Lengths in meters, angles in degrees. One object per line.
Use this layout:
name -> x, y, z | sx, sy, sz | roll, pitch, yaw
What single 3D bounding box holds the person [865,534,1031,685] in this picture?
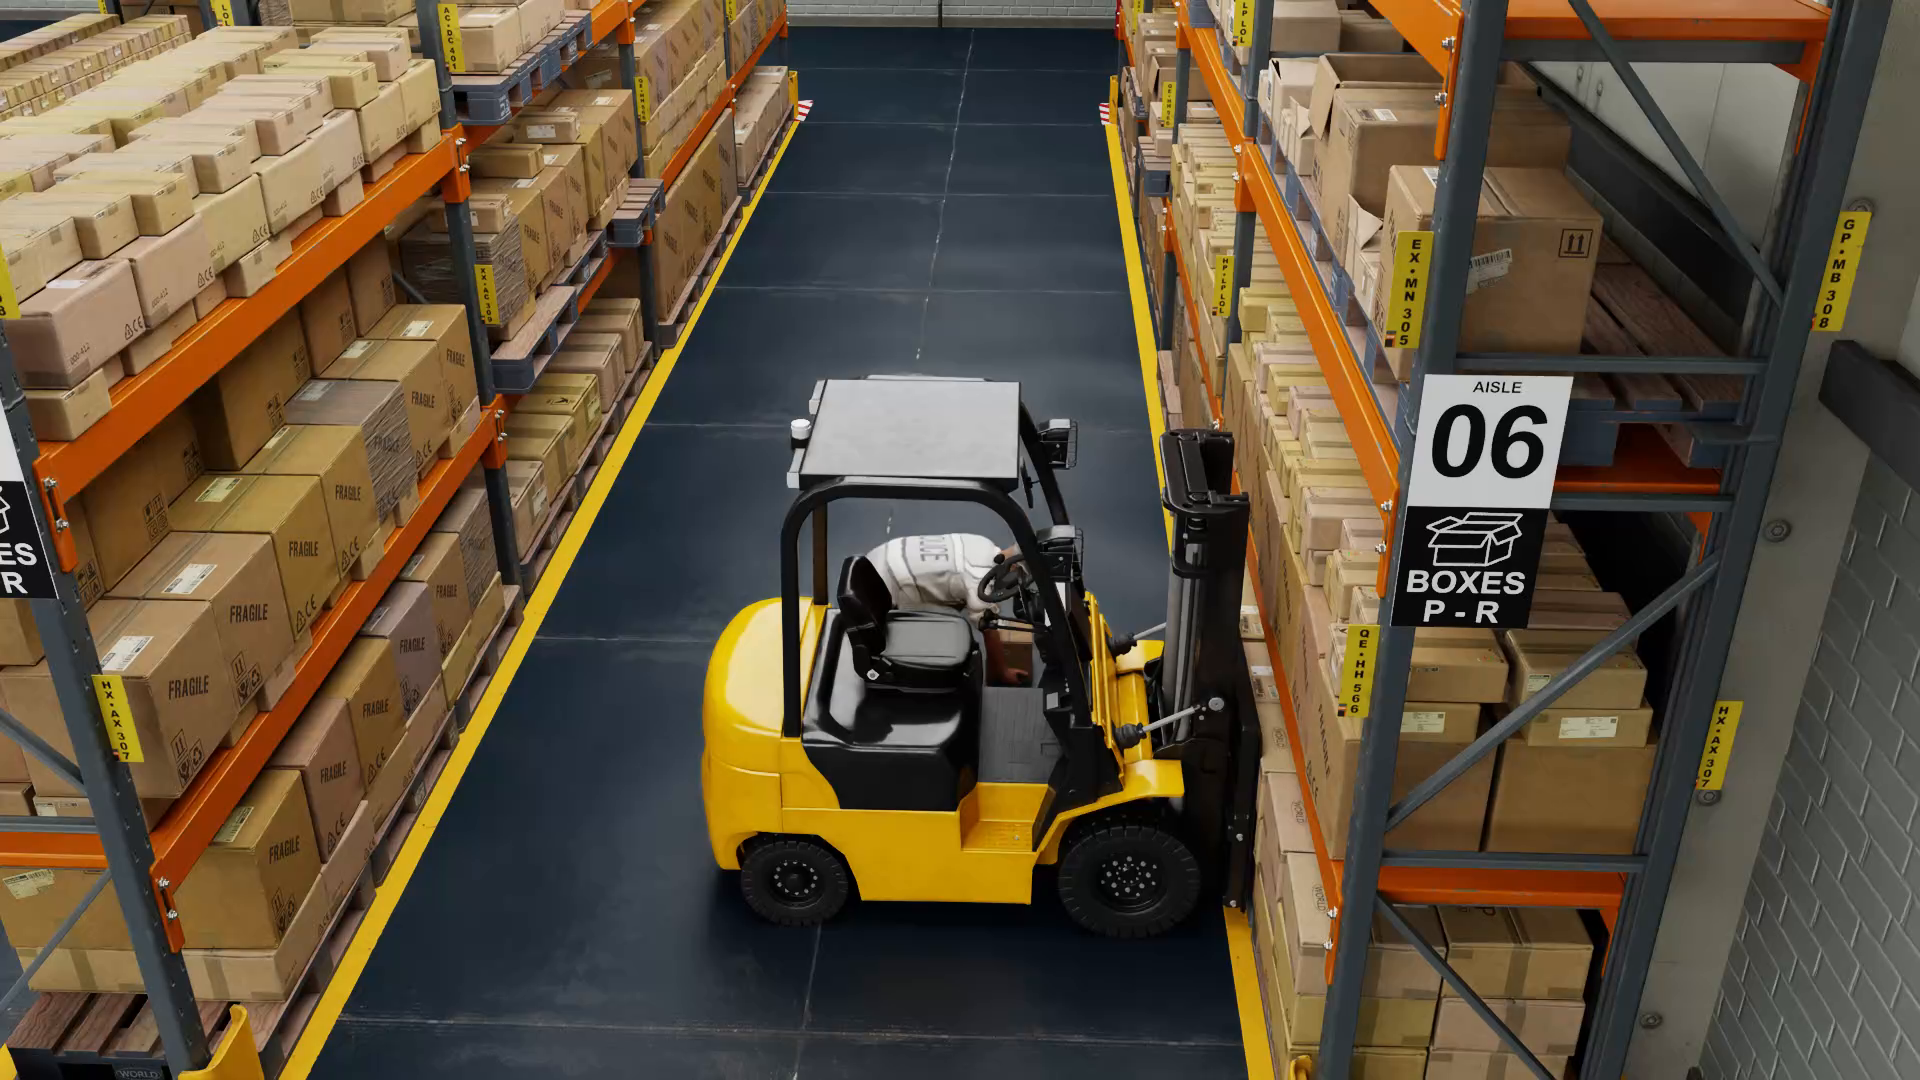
person -> -0.047, 0.366, 8.970 | 1.026, 0.813, 0.531 | 0, 28, 1
